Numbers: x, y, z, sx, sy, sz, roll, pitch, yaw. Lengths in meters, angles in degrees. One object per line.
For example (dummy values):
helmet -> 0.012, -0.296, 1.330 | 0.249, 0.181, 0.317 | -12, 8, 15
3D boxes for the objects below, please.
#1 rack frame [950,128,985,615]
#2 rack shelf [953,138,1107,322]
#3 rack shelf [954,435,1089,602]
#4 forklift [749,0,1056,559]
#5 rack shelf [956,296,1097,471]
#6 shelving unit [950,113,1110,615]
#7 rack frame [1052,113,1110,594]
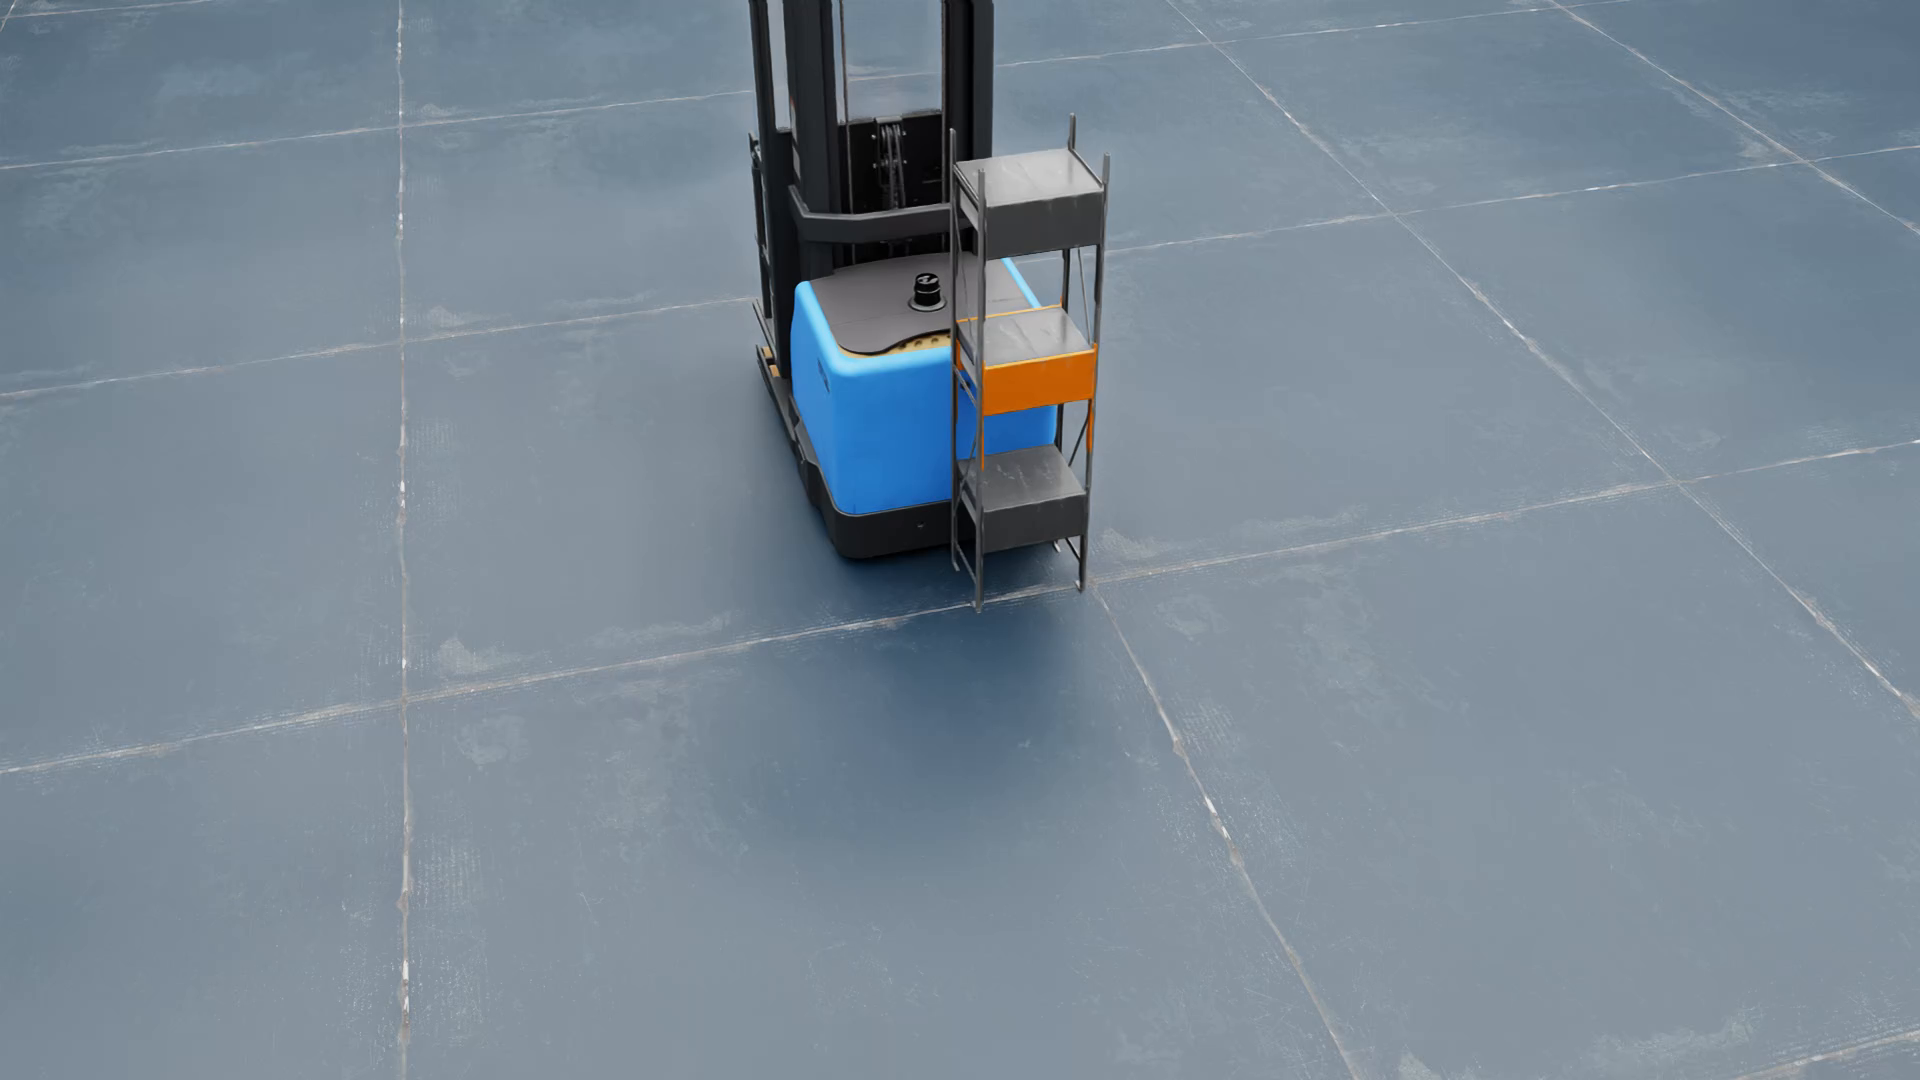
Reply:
rack frame -> 0.026, -0.620, 6.833 | 0.015, 2.100, 0.400 | -11, 39, -13
rack shelf -> 0.259, -1.209, 6.473 | 0.480, 0.518, 0.431 | -11, 39, -13
rack shelf -> 0.259, -0.097, 7.323 | 0.480, 0.518, 0.431 | -11, 39, -13
forklift -> -0.453, -1.978, 7.924 | 1.130, 2.935, 3.031 | -10, 39, -13
rack shelf -> 0.259, -0.653, 6.898 | 0.480, 0.518, 0.431 | -11, 39, -13
shelving unit -> 0.259, -0.664, 6.890 | 0.503, 2.100, 0.431 | -11, 39, -13
rack frame -> 0.492, -0.707, 6.946 | 0.015, 2.100, 0.400 | -11, 39, -13
